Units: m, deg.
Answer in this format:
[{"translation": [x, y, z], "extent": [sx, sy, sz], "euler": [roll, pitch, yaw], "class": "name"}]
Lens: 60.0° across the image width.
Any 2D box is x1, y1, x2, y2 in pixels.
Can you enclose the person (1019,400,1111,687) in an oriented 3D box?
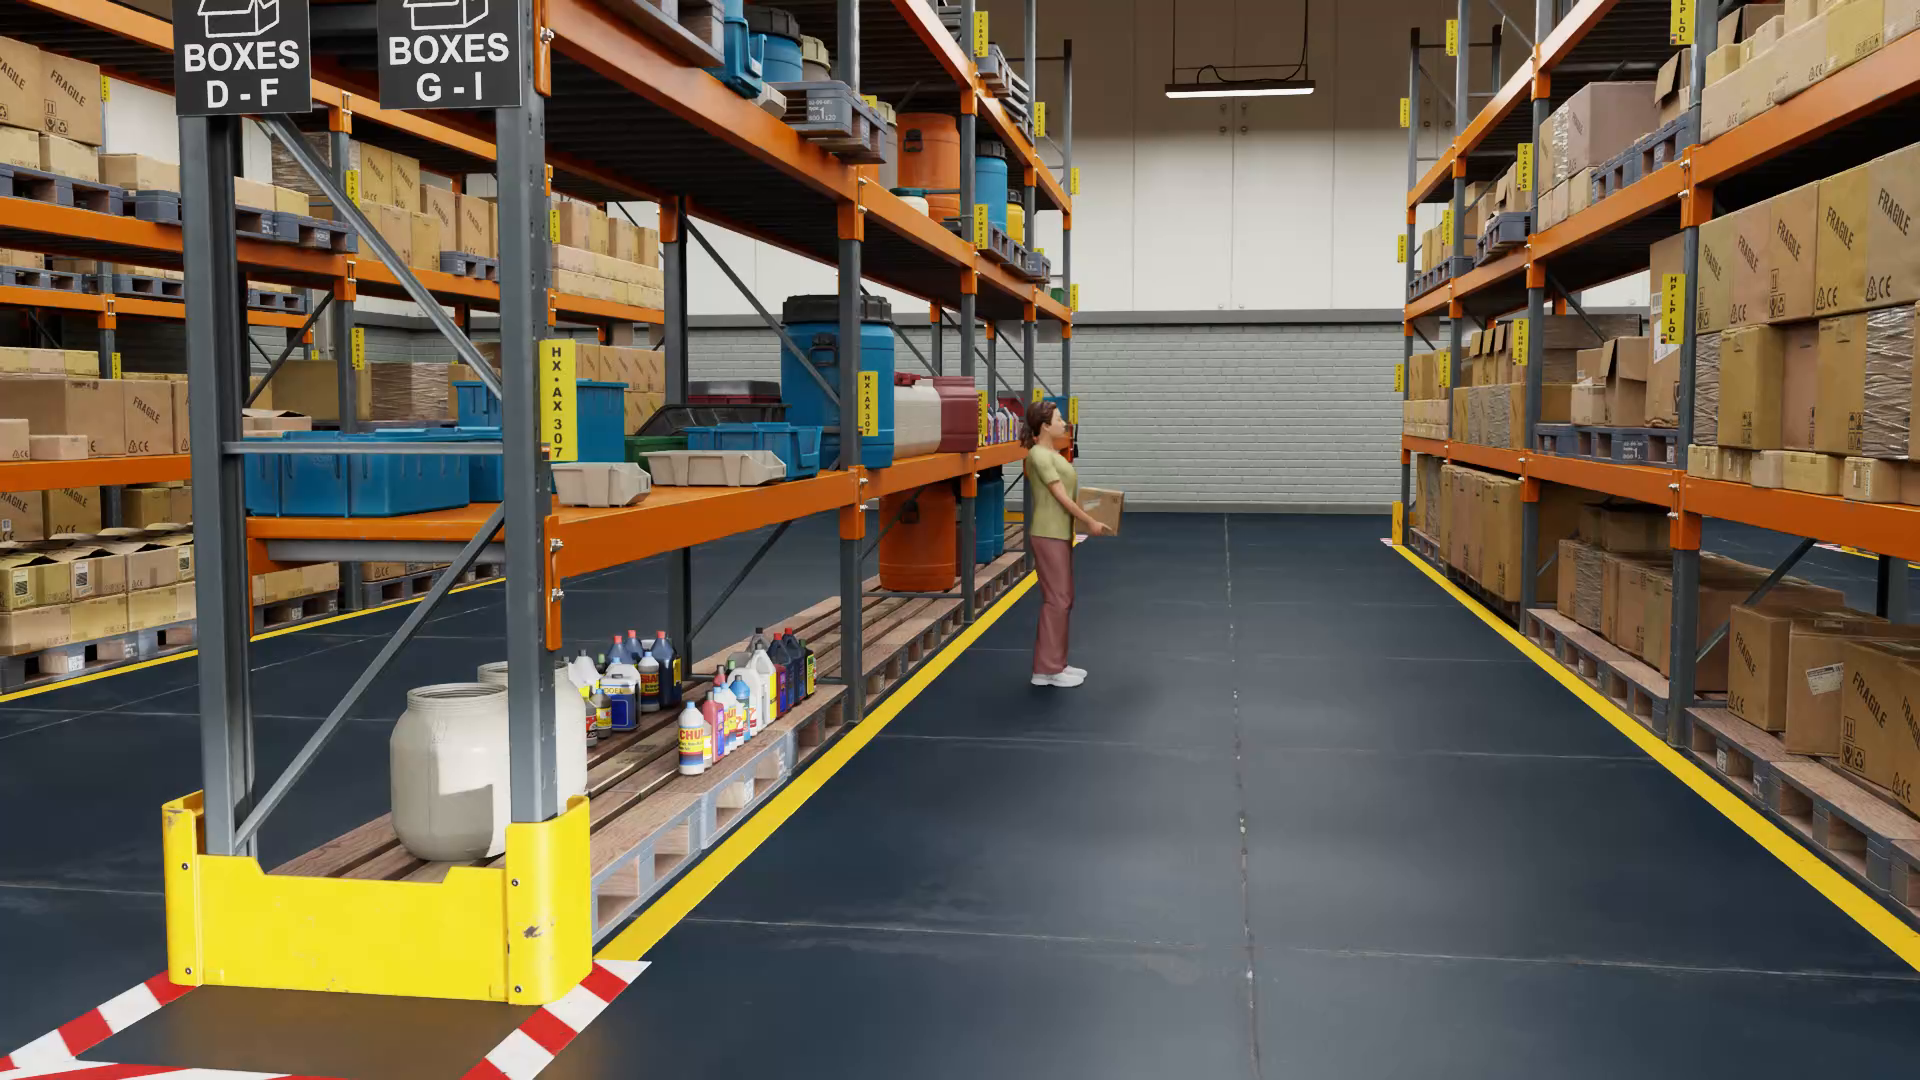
[{"translation": [0.618, 0.014, 9.764], "extent": [0.559, 1.663, 0.425], "euler": [1, 5, 10], "class": "person"}]
